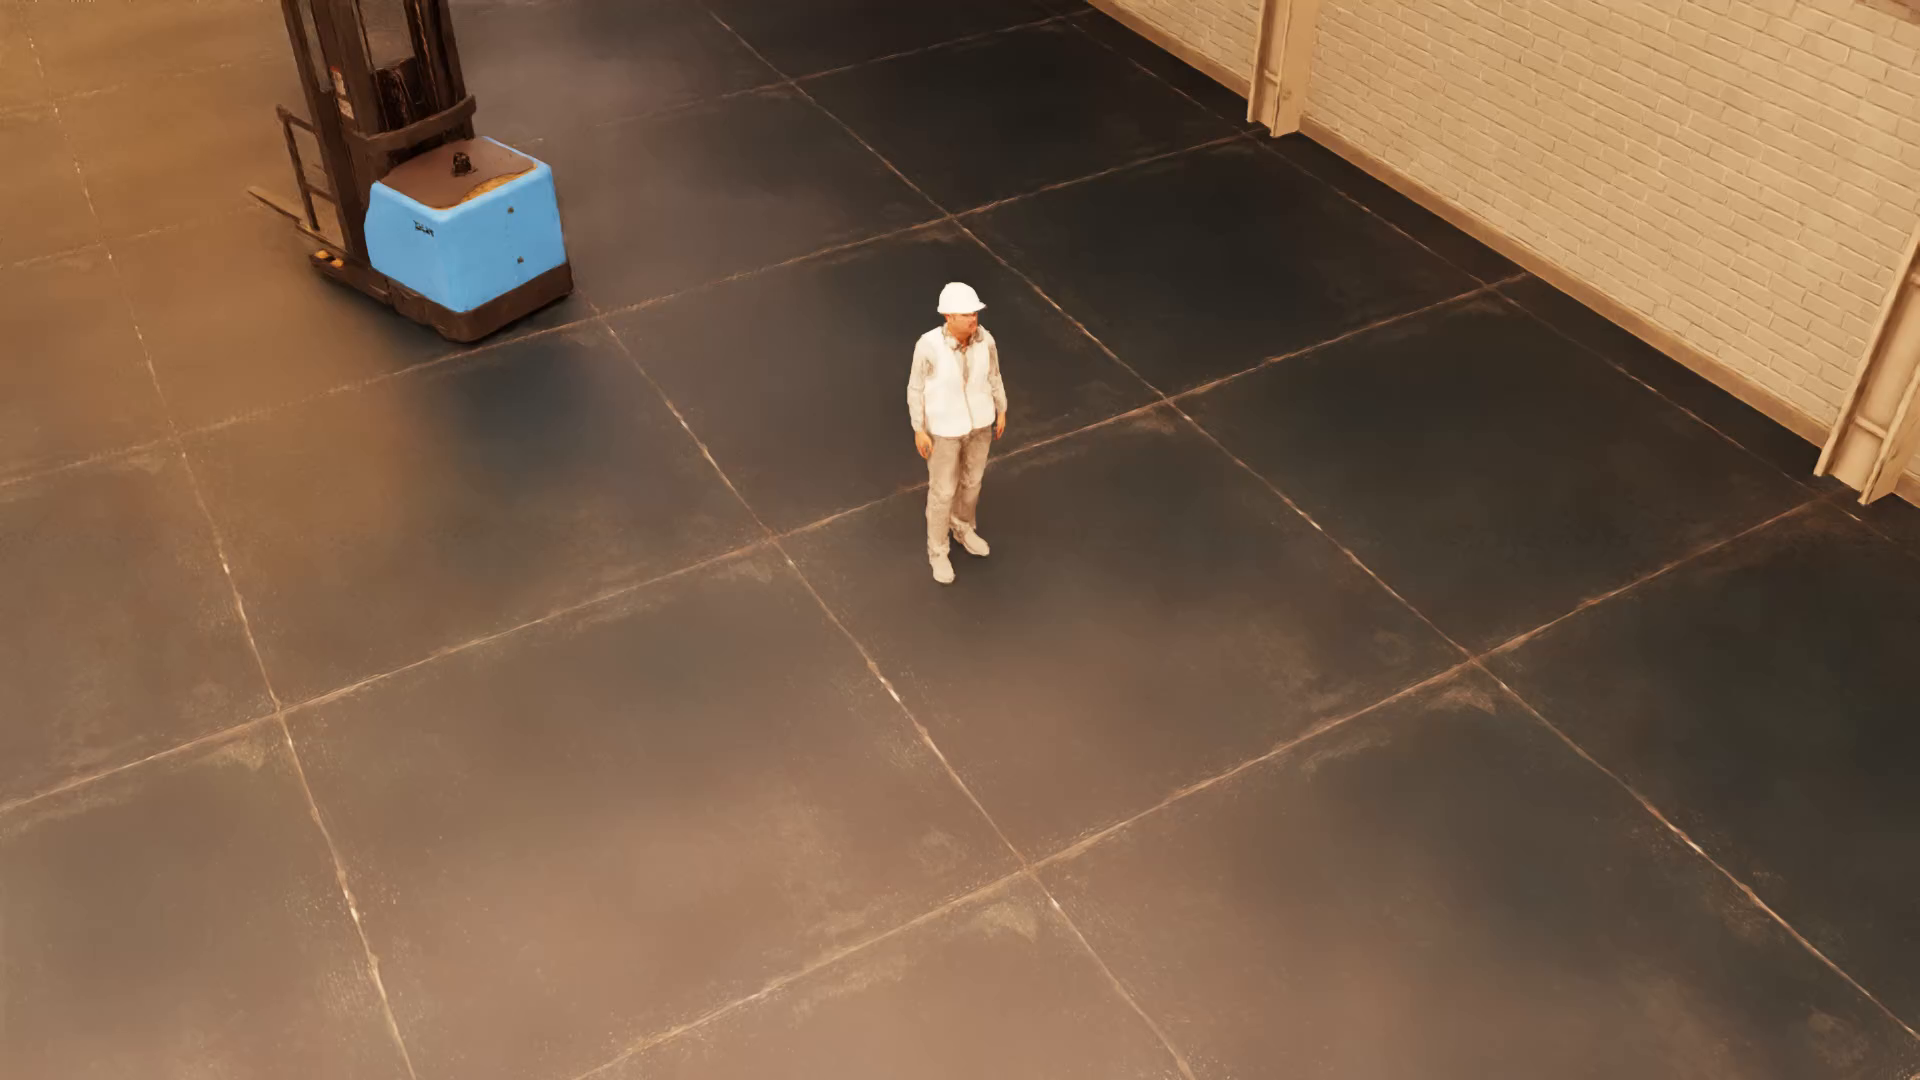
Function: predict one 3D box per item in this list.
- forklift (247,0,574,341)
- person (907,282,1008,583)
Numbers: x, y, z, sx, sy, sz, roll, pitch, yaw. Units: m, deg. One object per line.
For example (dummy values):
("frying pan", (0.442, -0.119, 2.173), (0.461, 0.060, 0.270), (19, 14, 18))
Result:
("forklift", (-4.367, -3.341, 12.065), (3.031, 2.935, 1.130), (28, 47, 29))
("person", (0.024, -0.650, 9.718), (0.632, 1.768, 0.567), (-20, 44, -23))
